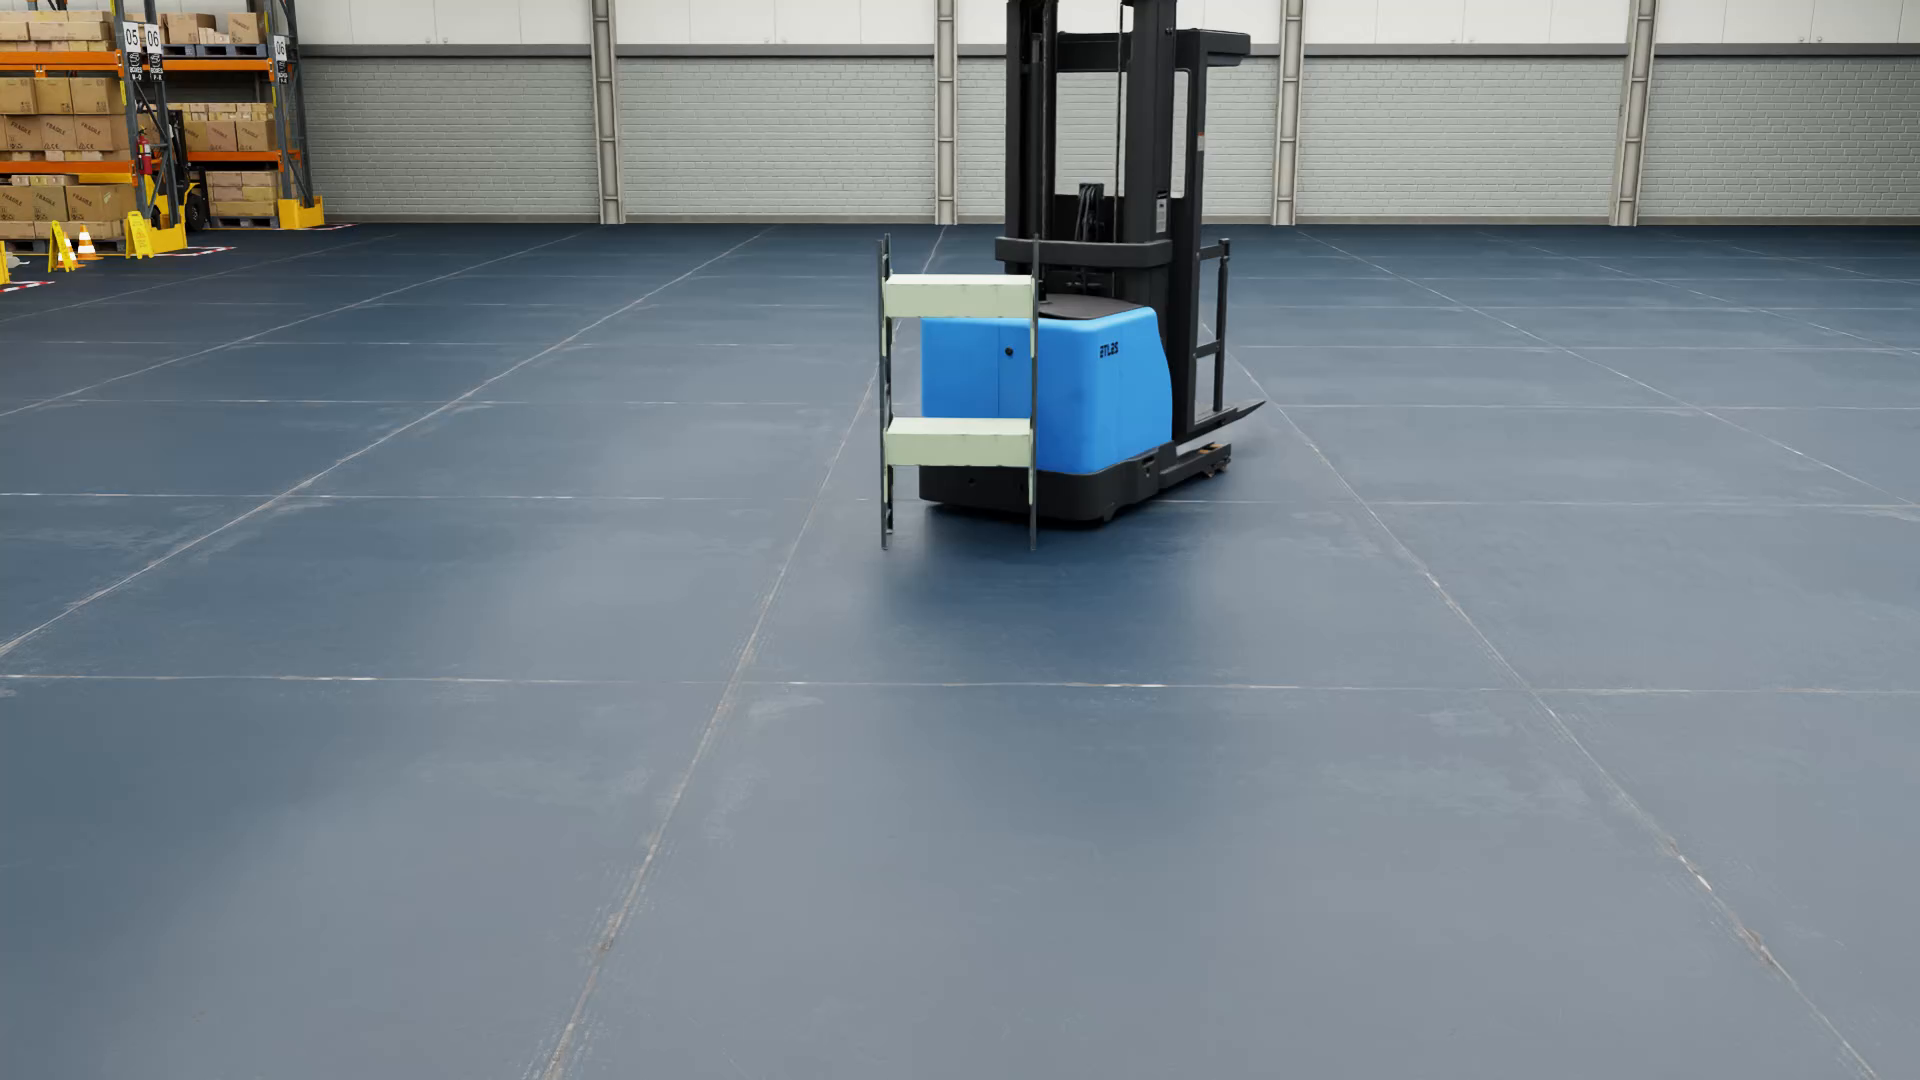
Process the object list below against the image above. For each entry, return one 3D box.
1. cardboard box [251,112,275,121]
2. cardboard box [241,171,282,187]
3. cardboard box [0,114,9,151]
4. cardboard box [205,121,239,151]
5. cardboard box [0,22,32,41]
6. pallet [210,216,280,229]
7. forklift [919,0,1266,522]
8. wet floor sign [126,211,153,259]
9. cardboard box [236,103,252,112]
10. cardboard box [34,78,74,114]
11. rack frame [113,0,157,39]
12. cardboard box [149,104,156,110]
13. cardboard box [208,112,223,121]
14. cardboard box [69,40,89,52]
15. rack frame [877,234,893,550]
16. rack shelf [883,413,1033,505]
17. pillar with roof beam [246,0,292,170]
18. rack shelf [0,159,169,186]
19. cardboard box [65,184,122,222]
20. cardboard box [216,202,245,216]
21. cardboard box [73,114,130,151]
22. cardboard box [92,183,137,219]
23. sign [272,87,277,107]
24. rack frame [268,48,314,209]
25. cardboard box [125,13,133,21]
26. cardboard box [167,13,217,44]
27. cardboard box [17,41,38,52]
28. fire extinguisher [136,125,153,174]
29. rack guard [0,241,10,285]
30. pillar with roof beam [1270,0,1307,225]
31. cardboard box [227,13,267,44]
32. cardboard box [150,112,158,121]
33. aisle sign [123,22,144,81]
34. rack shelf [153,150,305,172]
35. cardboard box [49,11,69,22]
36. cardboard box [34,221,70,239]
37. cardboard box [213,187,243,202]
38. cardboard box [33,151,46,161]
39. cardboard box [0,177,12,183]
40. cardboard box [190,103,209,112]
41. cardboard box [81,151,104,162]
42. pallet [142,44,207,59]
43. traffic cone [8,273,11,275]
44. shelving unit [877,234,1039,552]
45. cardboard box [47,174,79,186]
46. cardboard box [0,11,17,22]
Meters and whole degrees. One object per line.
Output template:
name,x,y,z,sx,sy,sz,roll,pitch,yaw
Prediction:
cardboard box,-11.922,-7.249,28.468,0.250,0.149,0.380,1,15,2
cardboard box,-12.036,-6.237,28.705,0.500,0.250,0.500,1,15,3
cardboard box,-13.747,-5.832,23.787,0.500,0.500,0.500,1,15,2
cardboard box,-12.585,-6.946,28.593,0.500,0.500,0.500,1,15,3
cardboard box,-13.231,-7.152,23.400,0.500,0.250,0.500,1,15,3
pallet,-12.334,-5.602,29.160,1.213,0.211,1.003,0,15,1
forklift,0.960,-1.835,9.548,1.130,2.935,3.031,9,17,29
wet floor sign,-11.528,-4.278,23.289,0.232,0.644,0.267,6,16,21
cardboard box,-12.179,-7.404,28.473,0.250,0.149,0.380,0,15,2
cardboard box,-12.713,-6.319,23.671,0.500,0.500,0.700,1,15,2
rack frame,-11.691,-8.591,23.262,0.127,3.000,1.000,0,15,1
cardboard box,-13.716,-7.425,28.552,0.250,0.149,0.380,0,15,2
cardboard box,-12.683,-7.265,28.528,0.250,0.149,0.380,0,15,1
cardboard box,-12.304,-6.943,23.390,0.250,0.149,0.380,0,15,2
rack frame,-0.365,-0.727,8.157,0.023,1.500,0.400,1,15,3
rack shelf,0.000,-0.408,8.223,0.720,0.370,0.431,1,15,3
pillar with roof beam,-12.351,-8.993,24.788,0.400,9.000,9.100,0,15,1
rack shelf,-13.690,-5.355,24.169,4.000,0.370,1.077,0,15,1
cardboard box,-12.499,-4.865,23.997,0.500,0.500,0.500,0,15,2
cardboard box,-12.543,-5.758,28.851,0.500,0.250,0.500,0,15,1
cardboard box,-12.241,-5.816,23.724,0.500,0.500,0.500,0,15,0
cardboard box,-12.514,-5.002,24.517,0.500,0.500,0.500,0,15,0
sign,-11.596,-7.492,28.124,0.005,0.325,0.100,0,15,1
rack frame,-11.568,-6.956,28.826,0.127,3.000,1.000,0,15,1
cardboard box,-12.041,-7.459,23.781,0.250,0.149,0.380,0,15,1
cardboard box,-13.038,-8.679,28.261,0.500,0.500,0.700,0,15,2
cardboard box,-13.071,-6.962,23.460,0.250,0.149,0.380,0,15,1
fire extinguisher,-11.588,-5.535,23.589,0.183,0.674,0.296,0,15,1
rack guard,-11.692,-3.218,19.559,0.348,0.500,1.175,0,15,1
pillar with roof beam,5.643,-8.876,24.343,0.400,9.000,9.100,0,15,1
cardboard box,-12.017,-8.647,28.139,0.500,0.500,0.500,1,15,3
cardboard box,-13.710,-7.260,28.509,0.250,0.149,0.380,0,15,0
aisle sign,-11.637,-6.873,23.414,0.004,0.787,0.394,0,15,1
rack shelf,-13.567,-6.621,28.967,4.000,0.370,1.077,0,15,1
cardboard box,-12.549,-7.340,23.330,0.250,0.149,0.380,0,15,1
cardboard box,-13.024,-4.506,24.105,0.500,0.250,0.500,0,15,2
cardboard box,-12.564,-6.001,28.792,0.500,0.250,0.500,0,15,1
cardboard box,-13.093,-5.529,23.908,0.250,0.149,0.380,1,15,2
cardboard box,-16.864,-6.045,29.203,0.625,0.625,0.875,0,15,1
cardboard box,-12.951,-7.393,28.431,0.250,0.149,0.380,1,15,3
cardboard box,-12.327,-5.490,23.761,0.250,0.149,0.380,0,15,1
pallet,-13.497,-8.382,28.524,1.213,0.211,1.003,0,15,1
traffic cone,-12.211,-3.566,20.950,0.334,0.463,0.336,0,15,1
shelving unit,0.000,-0.723,8.140,0.755,1.500,0.431,1,15,3
cardboard box,-12.867,-5.164,23.858,0.250,0.149,0.380,1,15,3
cardboard box,-13.307,-7.367,23.431,0.250,0.149,0.380,0,15,0
